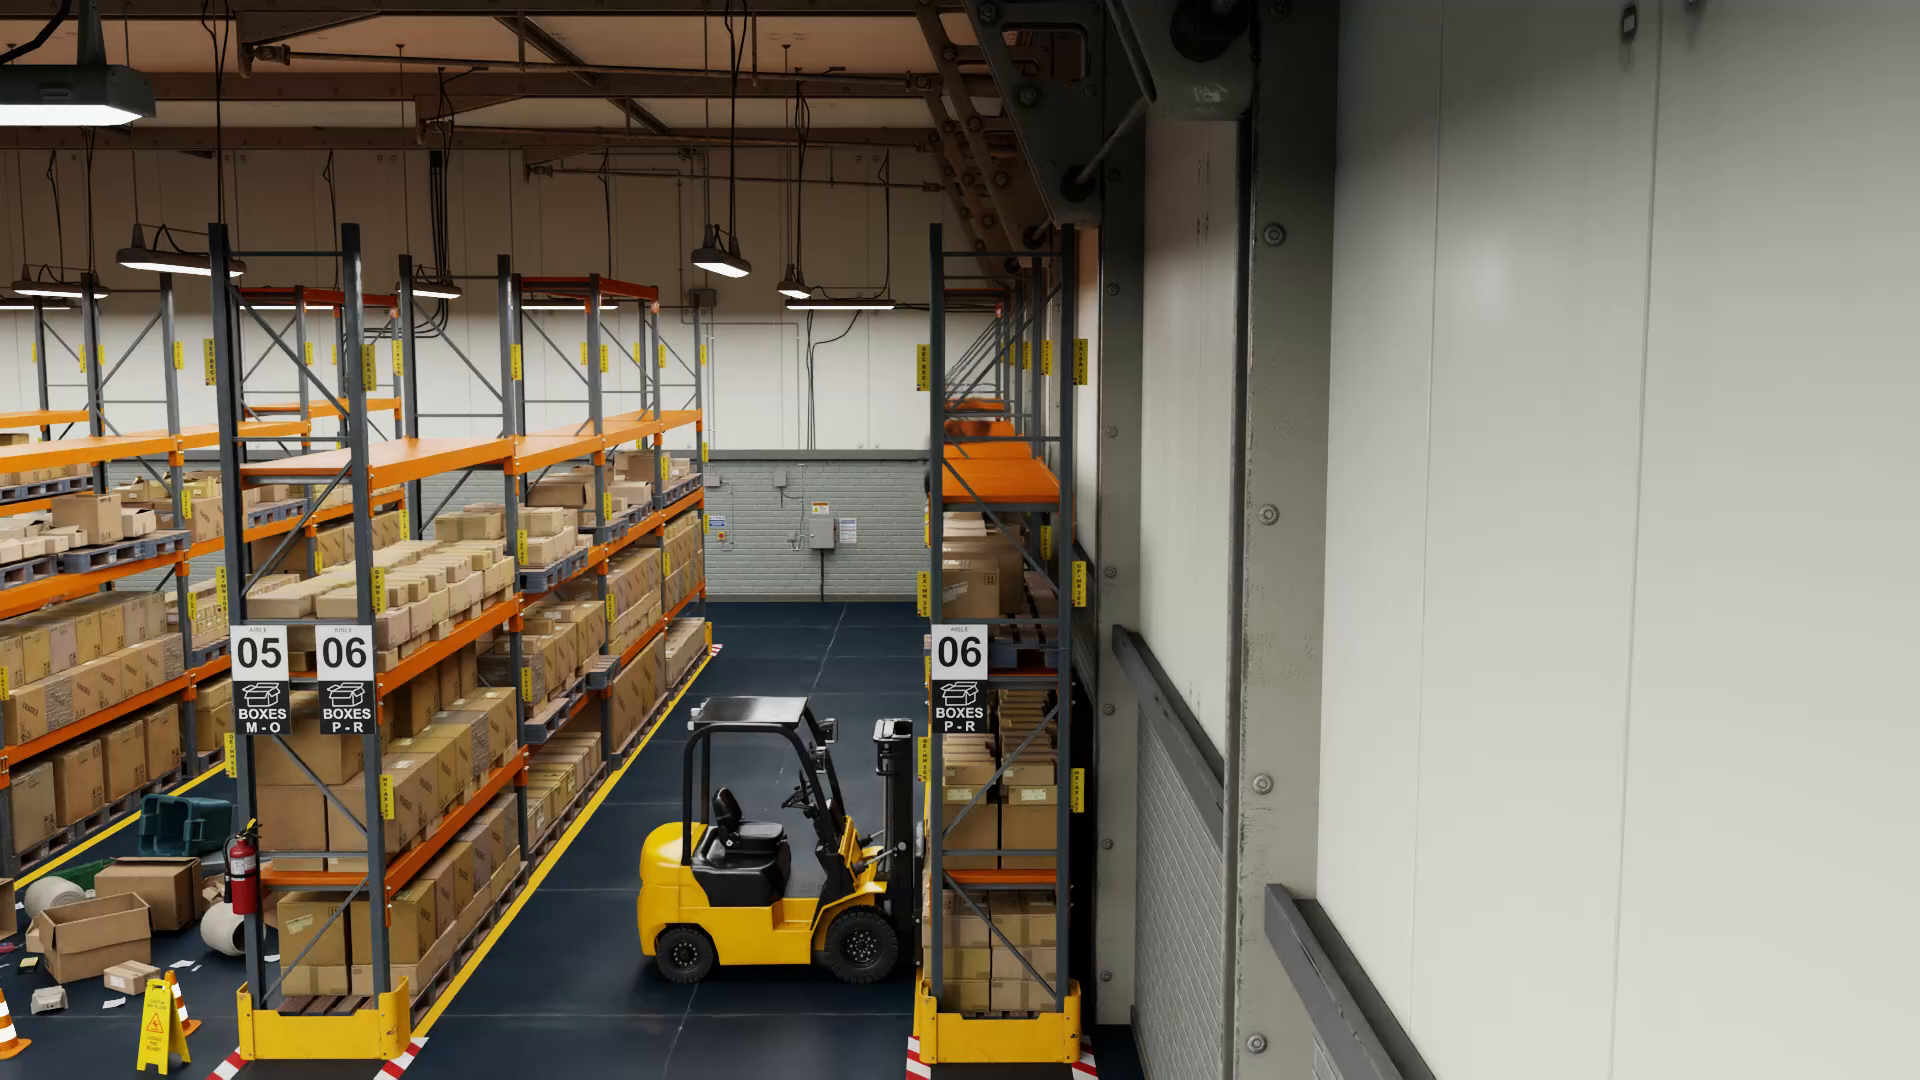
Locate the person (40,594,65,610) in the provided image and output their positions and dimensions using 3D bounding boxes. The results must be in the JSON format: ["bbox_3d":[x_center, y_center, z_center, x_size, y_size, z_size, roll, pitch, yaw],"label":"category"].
[{"bbox_3d":[-12.816,1.540,23.614,0.624,1.834,0.759,-1,7,-8],"label":"person"}]
